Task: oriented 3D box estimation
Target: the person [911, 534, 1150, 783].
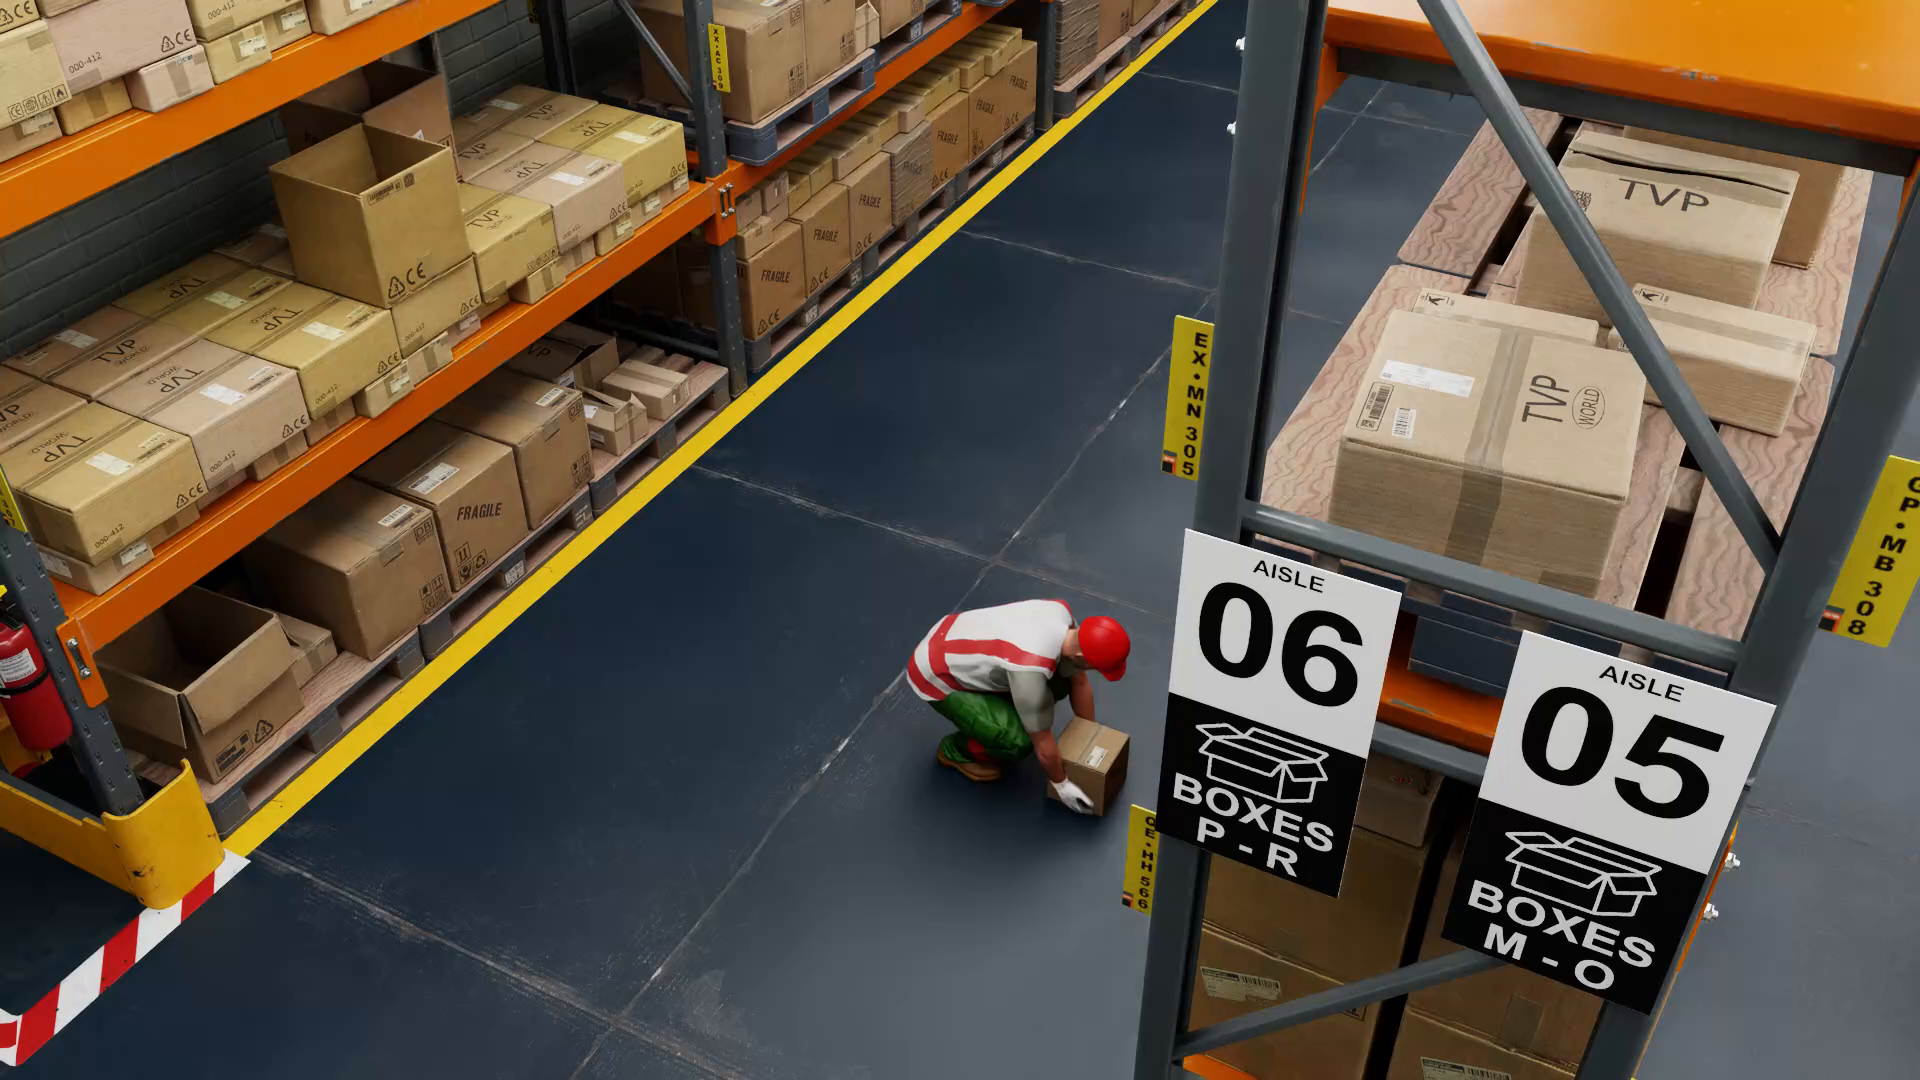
[{"bbox_3d":[0.282,0.515,6.653,0.962,1.060,0.516,16,40,20],"label":"person"}]
